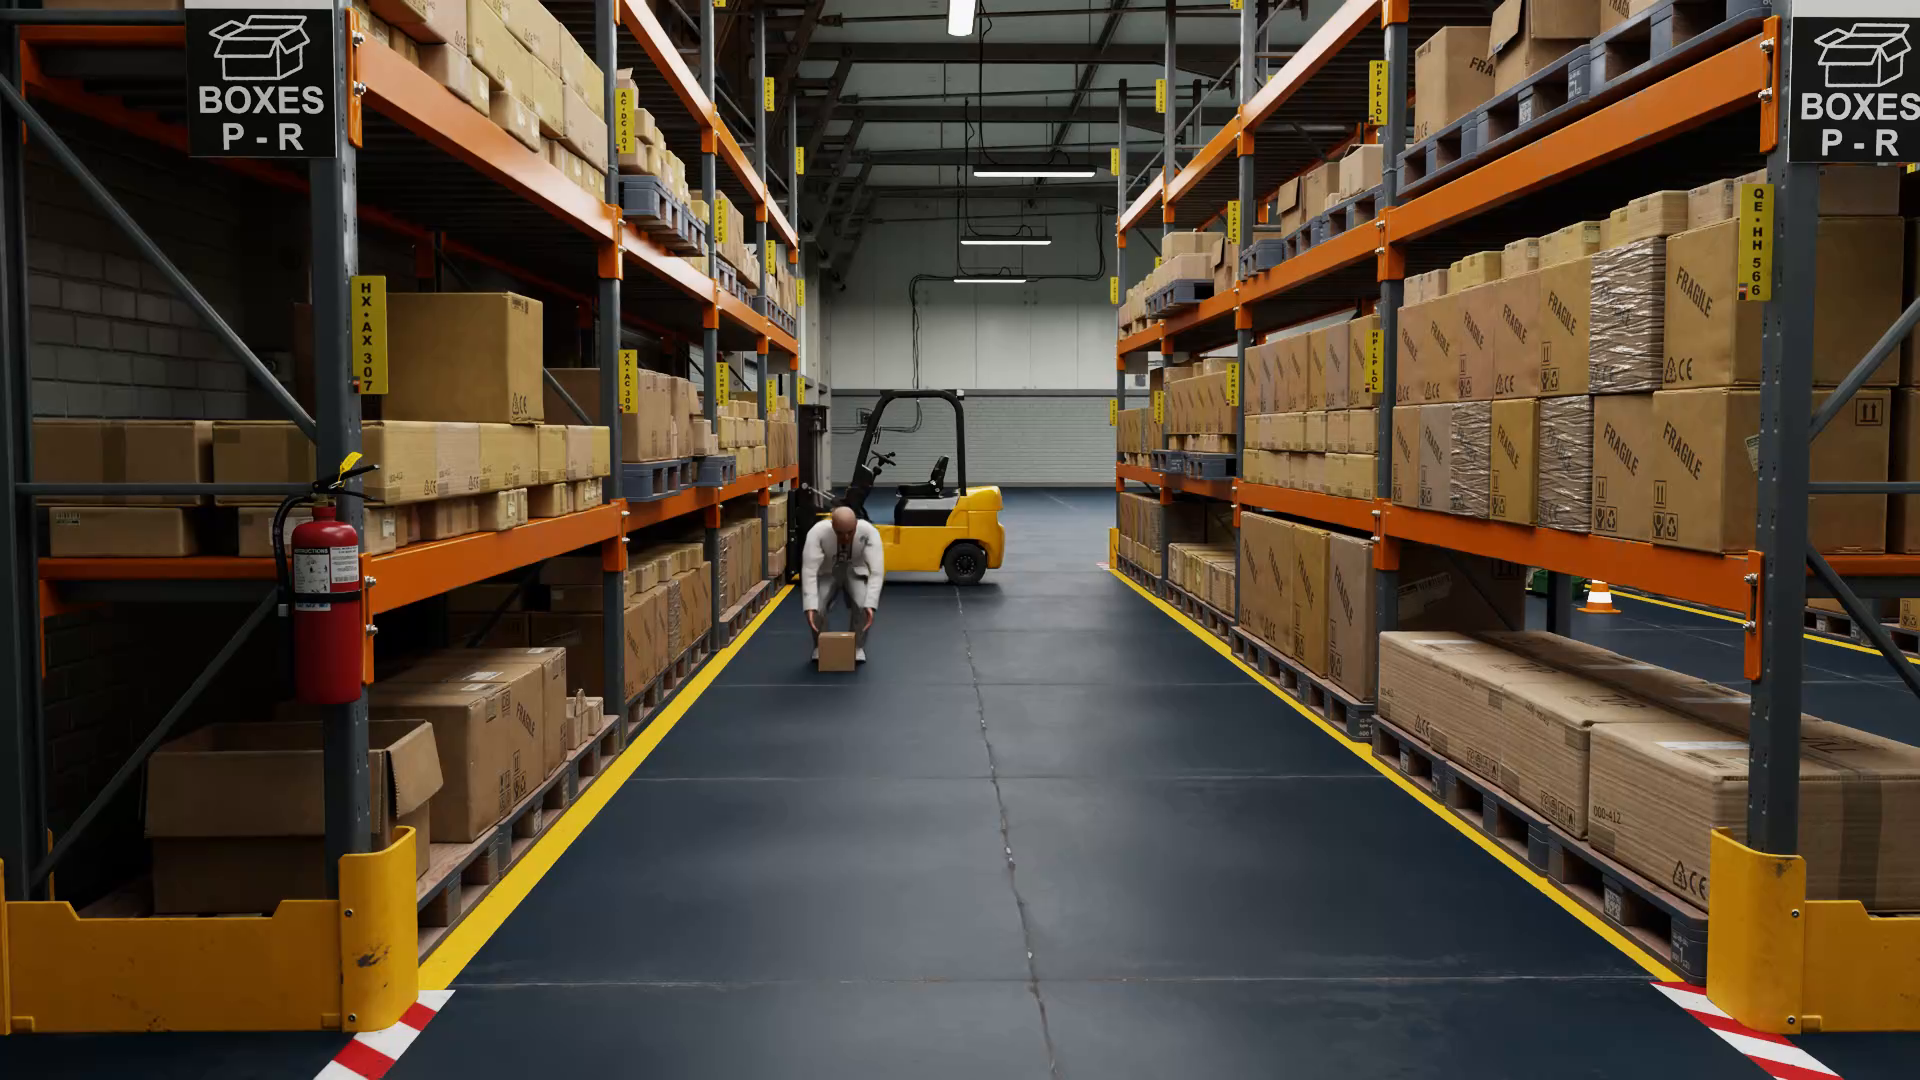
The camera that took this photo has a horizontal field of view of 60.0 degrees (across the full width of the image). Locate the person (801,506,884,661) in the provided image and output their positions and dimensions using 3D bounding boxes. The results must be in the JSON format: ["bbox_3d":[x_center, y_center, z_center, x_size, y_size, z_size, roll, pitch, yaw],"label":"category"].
[{"bbox_3d":[-0.859,0.315,12.174,0.623,1.153,0.842,0,4,0],"label":"person"}]
